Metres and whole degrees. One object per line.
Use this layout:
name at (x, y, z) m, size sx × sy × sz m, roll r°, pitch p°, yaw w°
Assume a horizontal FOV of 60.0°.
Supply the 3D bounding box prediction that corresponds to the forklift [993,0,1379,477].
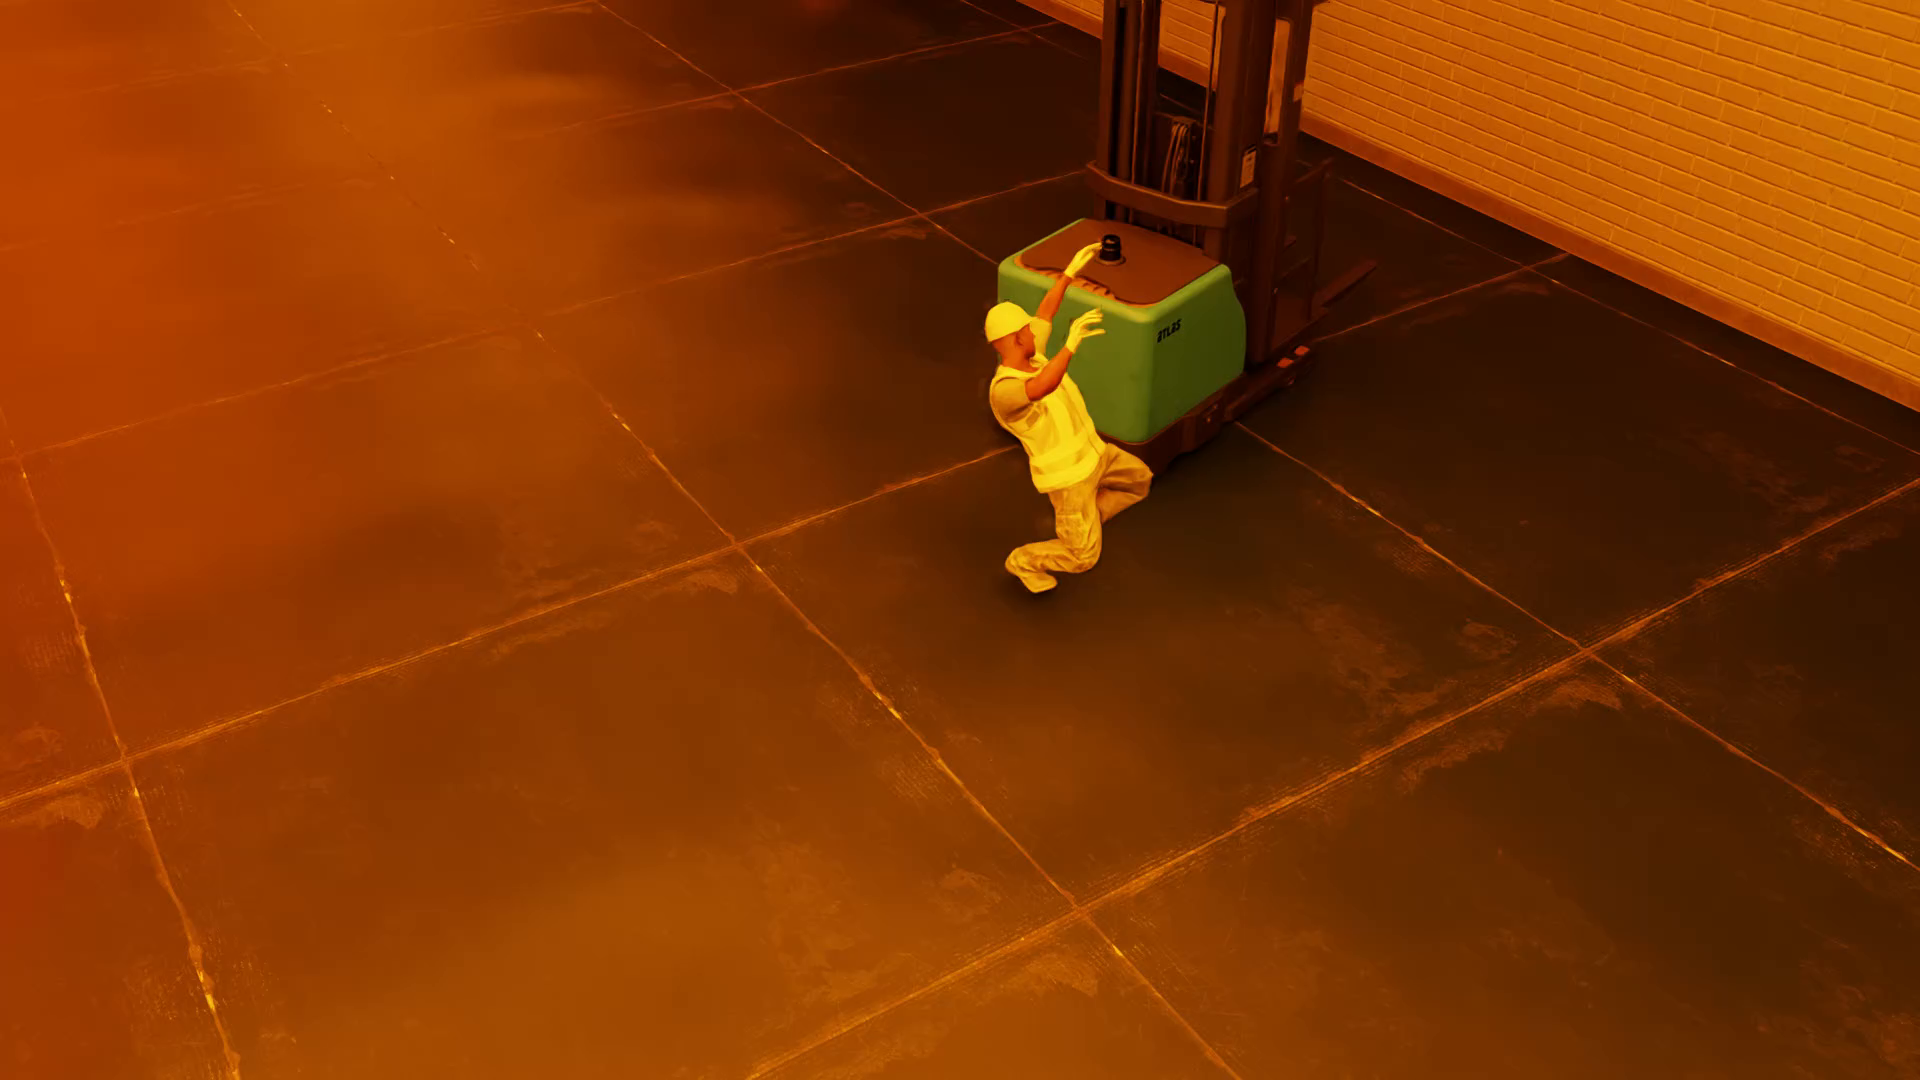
forklift at (1.520, -2.292, 9.410) m, size 1.130 × 2.935 × 3.031 m, roll 26°, pitch 42°, yaw 32°

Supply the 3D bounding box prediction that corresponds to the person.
person at (0.529, -0.554, 8.046) m, size 0.796 × 1.688 × 1.078 m, roll 12°, pitch 37°, yaw 16°
